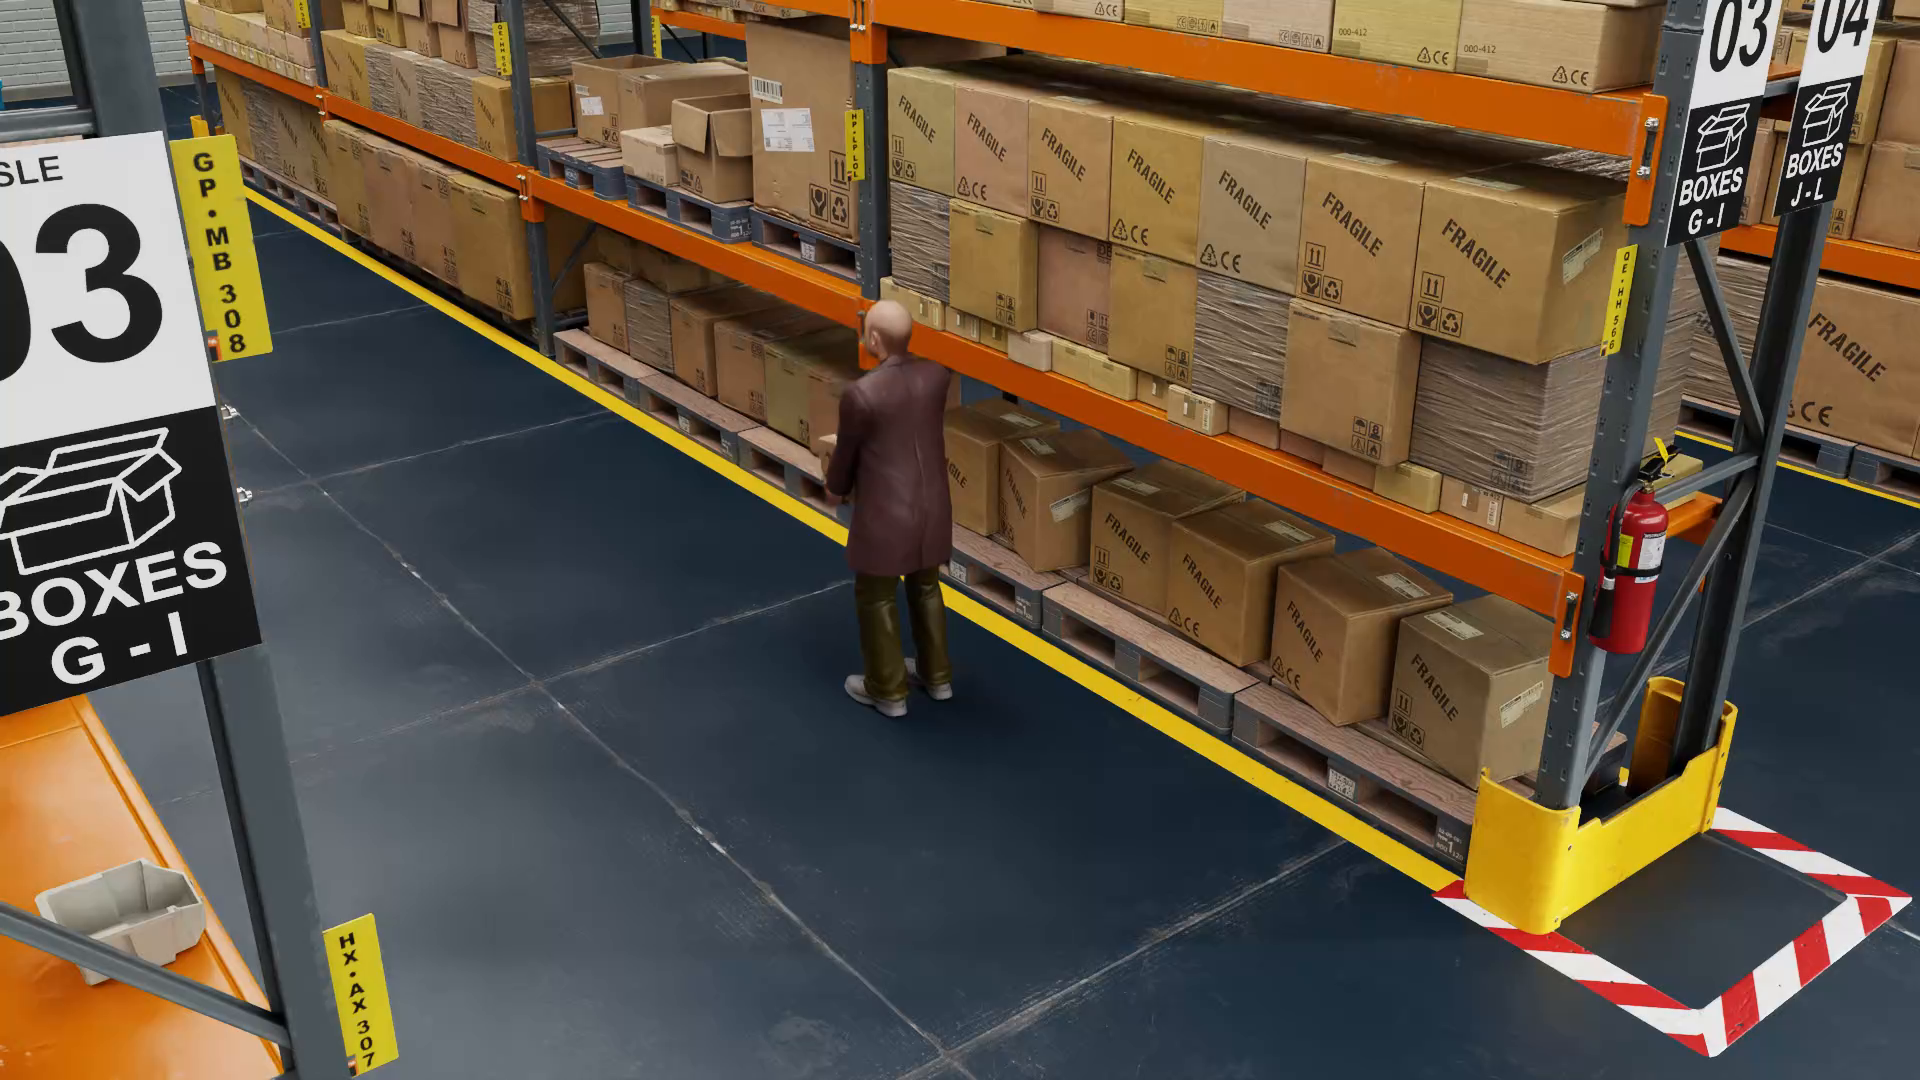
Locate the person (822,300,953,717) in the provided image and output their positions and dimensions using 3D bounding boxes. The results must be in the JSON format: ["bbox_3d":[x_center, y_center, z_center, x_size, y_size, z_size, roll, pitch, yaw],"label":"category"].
[{"bbox_3d":[-0.310,-0.159,6.979,0.528,1.779,0.569,-18,30,-34],"label":"person"}]
